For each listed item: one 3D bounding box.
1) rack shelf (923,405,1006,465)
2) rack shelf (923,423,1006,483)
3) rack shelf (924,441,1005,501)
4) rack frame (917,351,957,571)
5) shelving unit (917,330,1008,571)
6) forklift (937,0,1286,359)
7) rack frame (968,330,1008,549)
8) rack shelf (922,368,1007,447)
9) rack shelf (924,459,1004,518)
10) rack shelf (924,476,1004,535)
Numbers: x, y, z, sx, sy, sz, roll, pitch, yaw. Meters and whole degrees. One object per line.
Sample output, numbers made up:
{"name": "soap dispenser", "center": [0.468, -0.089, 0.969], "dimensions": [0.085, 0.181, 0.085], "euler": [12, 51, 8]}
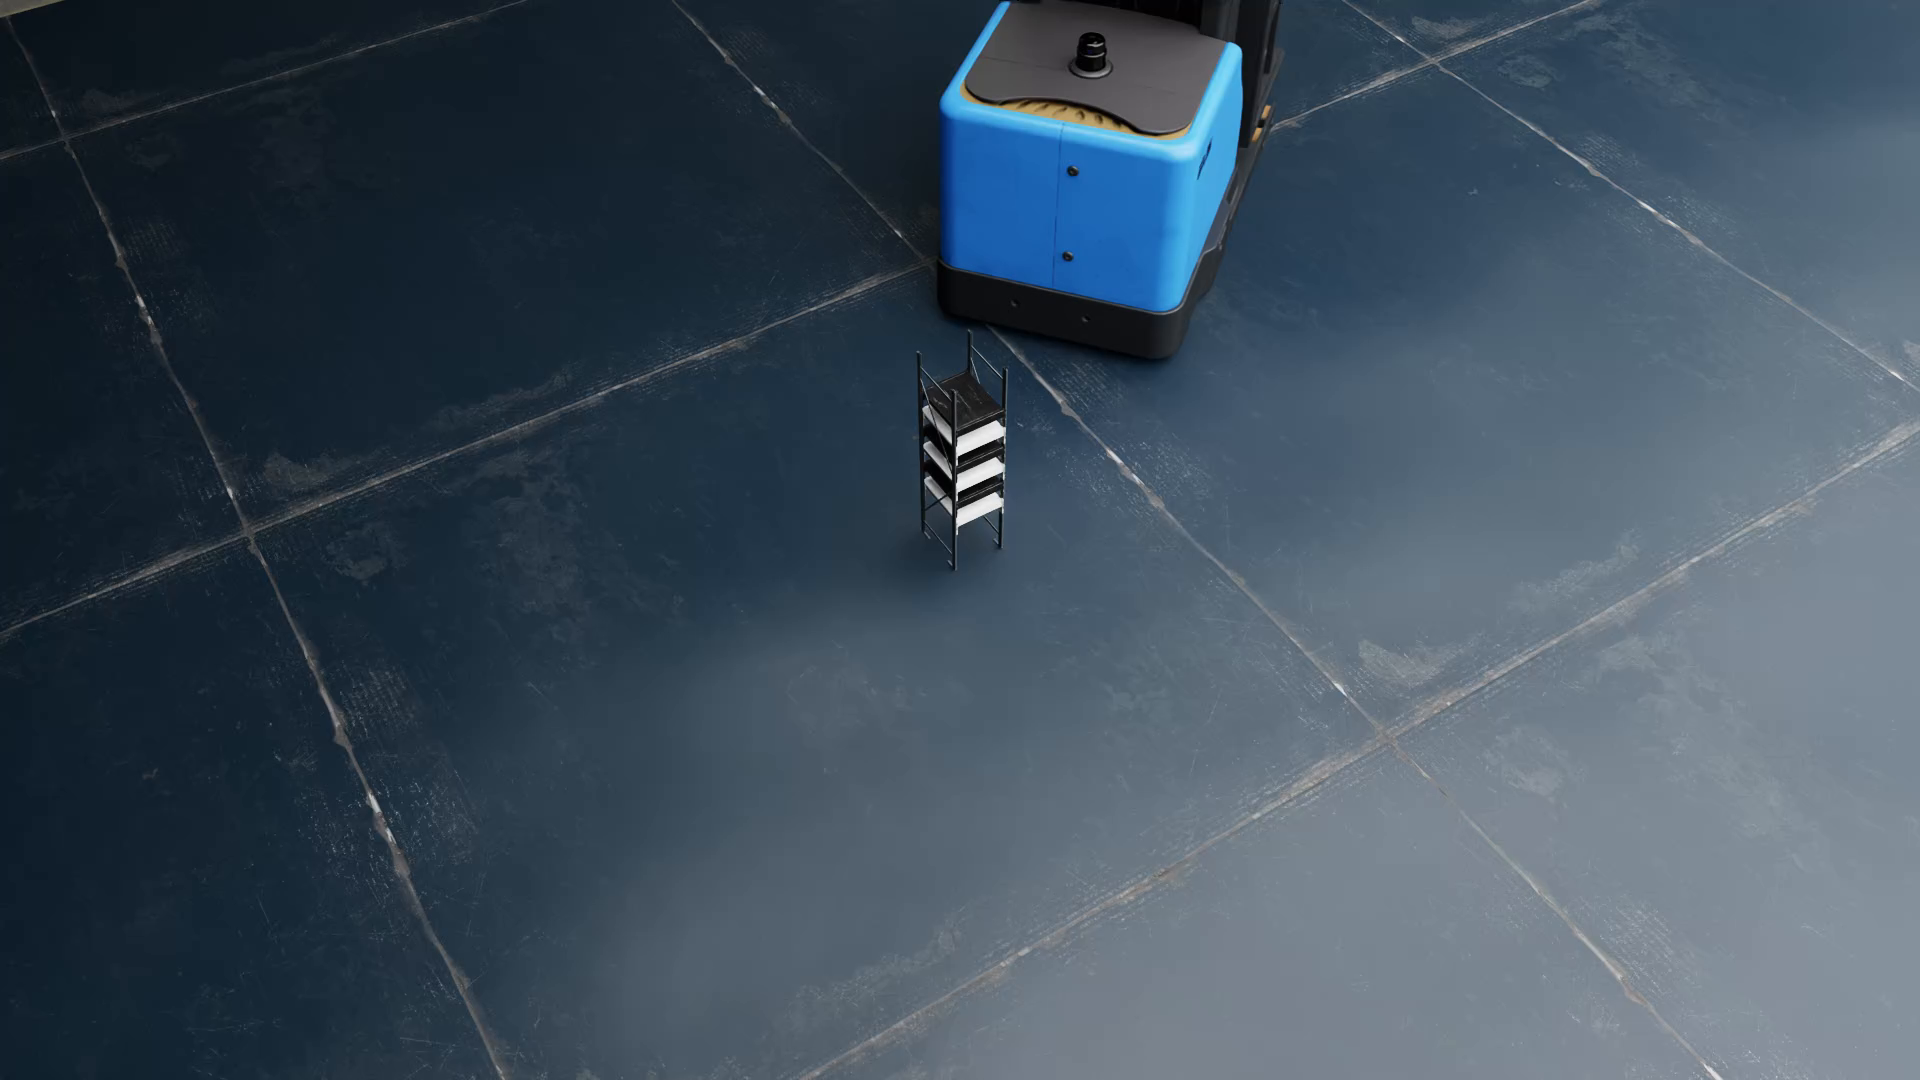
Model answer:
{"name": "rack shelf", "center": [0.007, -0.400, 5.807], "dimensions": [0.200, 0.077, 0.258], "euler": [-25, 53, -21]}
{"name": "rack shelf", "center": [0.007, -0.340, 5.874], "dimensions": [0.200, 0.077, 0.258], "euler": [-25, 53, -21]}
{"name": "rack shelf", "center": [0.007, -0.280, 5.942], "dimensions": [0.200, 0.077, 0.258], "euler": [-25, 53, -21]}
{"name": "rack frame", "center": [-0.079, -0.262, 5.881], "dimensions": [0.006, 0.900, 0.240], "euler": [-25, 53, -21]}
{"name": "shelving unit", "center": [0.007, -0.303, 5.917], "dimensions": [0.210, 0.900, 0.258], "euler": [-25, 53, -21]}
{"name": "forklift", "center": [0.867, -2.843, 6.819], "dimensions": [1.130, 2.935, 3.031], "euler": [15, 50, 13]}
{"name": "rack frame", "center": [0.093, -0.343, 5.953], "dimensions": [0.006, 0.900, 0.240], "euler": [-25, 53, -21]}
{"name": "rack shelf", "center": [0.007, -0.460, 5.740], "dimensions": [0.200, 0.077, 0.258], "euler": [-25, 53, -21]}
{"name": "rack shelf", "center": [0.007, -0.220, 6.009], "dimensions": [0.200, 0.077, 0.258], "euler": [-25, 53, -21]}
{"name": "rack shelf", "center": [0.007, -0.161, 6.076], "dimensions": [0.200, 0.077, 0.258], "euler": [-25, 53, -21]}
